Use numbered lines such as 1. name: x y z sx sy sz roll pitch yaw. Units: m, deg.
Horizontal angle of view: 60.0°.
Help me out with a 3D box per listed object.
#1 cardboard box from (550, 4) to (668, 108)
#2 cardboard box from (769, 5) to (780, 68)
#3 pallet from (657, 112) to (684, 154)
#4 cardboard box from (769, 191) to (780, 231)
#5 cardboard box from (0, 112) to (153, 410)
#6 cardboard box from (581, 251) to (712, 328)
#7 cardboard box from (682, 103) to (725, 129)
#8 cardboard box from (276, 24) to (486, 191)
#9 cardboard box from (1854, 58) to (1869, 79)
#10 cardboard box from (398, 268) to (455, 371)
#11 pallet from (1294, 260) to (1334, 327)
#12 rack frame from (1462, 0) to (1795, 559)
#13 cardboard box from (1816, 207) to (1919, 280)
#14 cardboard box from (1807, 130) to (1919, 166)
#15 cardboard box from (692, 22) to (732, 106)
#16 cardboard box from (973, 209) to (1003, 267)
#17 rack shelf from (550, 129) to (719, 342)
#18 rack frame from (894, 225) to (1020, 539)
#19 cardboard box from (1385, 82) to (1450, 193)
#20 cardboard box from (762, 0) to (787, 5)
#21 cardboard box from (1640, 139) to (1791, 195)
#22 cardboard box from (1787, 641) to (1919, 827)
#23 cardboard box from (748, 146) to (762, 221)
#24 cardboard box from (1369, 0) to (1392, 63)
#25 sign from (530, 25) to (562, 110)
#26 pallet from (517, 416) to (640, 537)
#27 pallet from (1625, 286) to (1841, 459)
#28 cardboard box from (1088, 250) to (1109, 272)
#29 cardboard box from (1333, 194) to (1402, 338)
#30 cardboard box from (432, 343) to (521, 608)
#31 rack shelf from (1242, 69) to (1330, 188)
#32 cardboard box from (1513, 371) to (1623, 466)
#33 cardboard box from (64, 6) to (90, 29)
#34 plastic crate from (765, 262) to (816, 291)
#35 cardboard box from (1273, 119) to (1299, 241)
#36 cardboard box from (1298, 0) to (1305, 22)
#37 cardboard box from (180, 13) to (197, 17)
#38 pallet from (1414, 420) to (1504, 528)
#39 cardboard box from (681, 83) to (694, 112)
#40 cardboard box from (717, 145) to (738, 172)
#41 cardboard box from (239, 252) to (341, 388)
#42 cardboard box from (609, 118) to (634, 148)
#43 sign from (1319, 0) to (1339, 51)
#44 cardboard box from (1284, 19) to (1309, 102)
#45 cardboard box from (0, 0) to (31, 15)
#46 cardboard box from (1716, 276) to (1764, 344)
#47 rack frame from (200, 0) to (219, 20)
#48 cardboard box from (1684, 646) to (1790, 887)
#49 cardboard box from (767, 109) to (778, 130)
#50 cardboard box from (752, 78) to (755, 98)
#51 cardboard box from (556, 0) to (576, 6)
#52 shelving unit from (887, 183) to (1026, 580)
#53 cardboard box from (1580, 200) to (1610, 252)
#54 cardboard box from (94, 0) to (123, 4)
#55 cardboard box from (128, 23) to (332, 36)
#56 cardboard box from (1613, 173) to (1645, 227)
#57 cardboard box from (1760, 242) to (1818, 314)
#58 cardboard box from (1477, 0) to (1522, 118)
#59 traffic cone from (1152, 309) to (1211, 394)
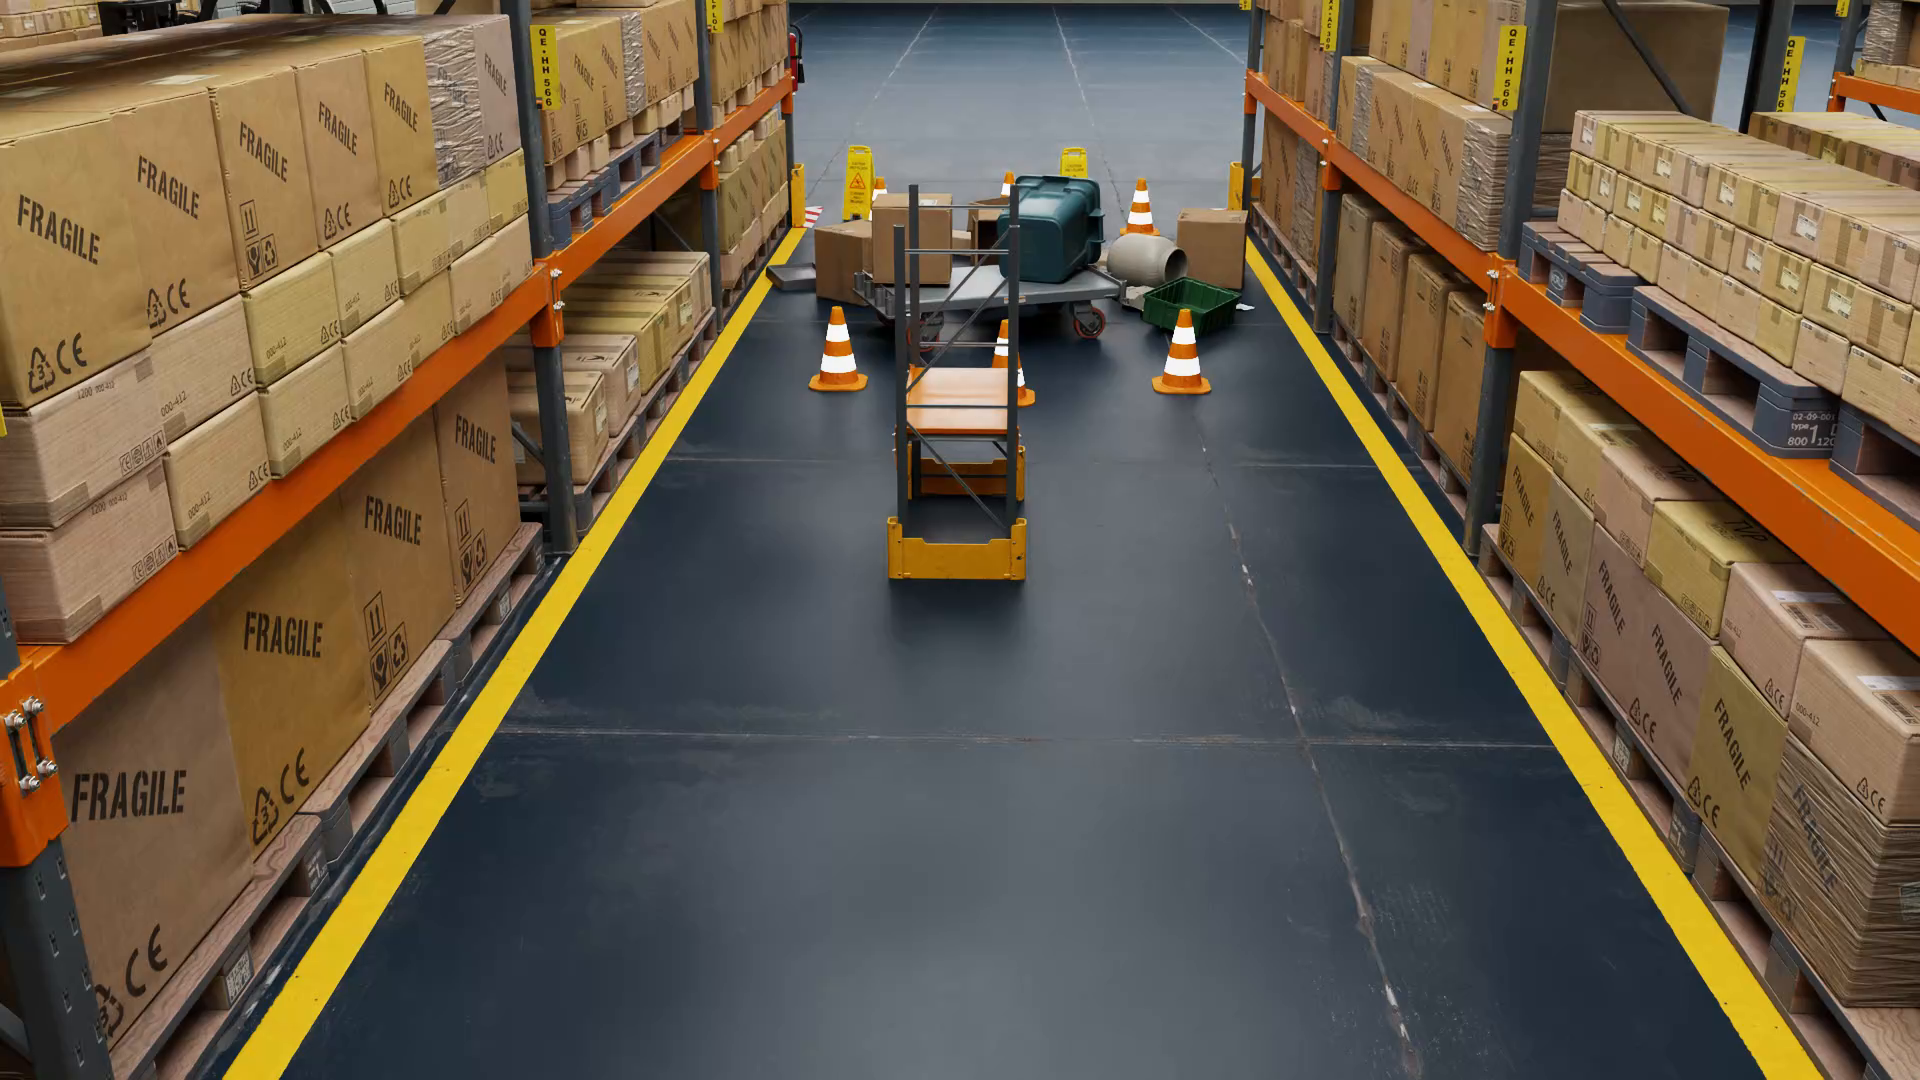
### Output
1. cardboard box: -1.908 -2.644 9.065 0.500 0.500 0.500 1 21 3
2. cardboard box: -1.727 -4.049 13.269 0.500 0.500 0.500 1 21 2
3. pallet: -2.256 -2.434 9.920 1.003 0.211 1.213 1 21 2
4. cardboard box: -1.745 -2.676 13.499 0.500 0.250 0.500 1 21 2
5. cardboard box: -2.030 -0.574 3.341 0.500 0.500 0.500 1 21 2
6. cardboard box: -2.101 -1.579 10.504 0.950 0.372 0.625 1 21 2
7. cardboard box: -1.757 -2.791 10.923 0.380 0.149 0.250 1 21 1
8. cardboard box: -1.971 -1.489 5.699 0.500 0.500 0.500 1 21 3
9. cardboard box: 7.693 -3.918 13.826 0.380 0.149 0.250 1 21 2
10. cardboard box: -1.996 -0.729 5.469 0.500 0.250 0.500 0 21 1
11. pallet: 2.965 -1.754 11.758 1.003 0.211 1.213 1 21 2
12. rack frame: 2.742 -1.334 6.820 1.000 3.000 0.127 1 21 2
13. cardboard box: 2.473 -0.765 4.298 0.380 0.149 0.250 0 21 0
14. cardboard box: 3.167 -1.322 5.734 0.380 0.149 0.250 1 21 3
15. cardboard box: -1.795 -3.139 10.923 0.500 0.500 0.500 1 21 1
16. cardboard box: 0.491 -2.142 12.167 0.797 0.637 0.503 1 21 2
17. rack shelf: -2.148 -1.739 8.860 1.077 0.370 4.000 1 21 2
18. rack frame: -0.013 -0.546 6.863 0.500 1.500 0.032 1 21 2
19. cardboard box: 2.530 -2.093 8.637 0.500 0.500 0.500 1 21 2
20. cardboard box: -1.699 -4.340 12.636 0.700 0.500 0.500 0 21 1
21. cardboard box: 2.508 -1.243 5.530 0.380 0.149 0.250 0 21 -1
22. cardboard box: 2.390 0.460 4.034 0.500 0.250 0.500 0 21 0
23. cardboard box: -1.778 -2.653 12.403 0.500 0.500 0.500 2 21 4
24. cardboard box: 2.854 -3.113 9.885 0.700 0.500 0.500 0 21 1
25. sign: -1.654 -1.886 6.644 0.100 0.325 0.005 1 21 2
26. pallet: -2.184 -0.334 8.098 1.003 0.211 1.213 1 21 2
27. pallet: 2.723 -0.528 5.008 1.003 0.211 1.213 1 21 2
28. cardboard box: 1.075 -2.147 12.695 0.396 0.266 0.258 4 22 11
29. cardboard box: 2.935 -1.701 10.297 1.050 0.750 0.750 1 21 1
30. cardboard box: -2.313 -0.308 6.533 0.875 0.875 0.875 0 21 1
31. rack shelf: 2.924 -3.168 12.541 1.077 0.370 4.000 1 21 2
32. cardboard box: 2.479 -0.467 6.424 0.500 0.250 0.500 0 21 -1
33. cardboard box: -6.709 -3.871 12.325 0.380 0.149 0.250 0 21 1
34. plastic crate: -1.220 -1.995 12.561 0.402 0.080 0.583 -7 22 -17
35. cardboard box: 3.006 -2.867 13.129 0.875 0.875 0.875 0 21 1
36. cardboard box: 2.972 -4.072 12.176 0.875 0.550 0.500 1 21 2
37. cardboard box: -6.680 -4.163 13.974 0.500 0.500 0.500 0 21 0
38. pallet: 2.841 -0.318 8.056 1.003 0.211 1.213 1 21 2
39. cardboard box: -1.827 -2.687 10.075 0.380 0.149 0.250 1 21 2
40. cardboard box: -1.736 -2.619 11.418 0.380 0.149 0.250 1 21 2
41. cardboard box: -2.006 -0.595 4.433 0.500 0.250 0.500 1 21 2
42. cardboard box: -1.916 -2.130 8.637 0.380 0.149 0.250 1 21 3
43. sign: 2.309 -3.226 10.390 0.100 0.325 0.005 1 21 2
44. cardboard box: 2.907 -3.569 12.374 0.875 0.550 0.500 1 21 2
45. cardboard box: -6.716 -3.731 11.551 0.380 0.149 0.250 1 21 3
46. cardboard box: 2.479 -0.679 4.900 0.380 0.149 0.250 0 21 0
47. rack frame: -6.927 -4.297 14.458 1.000 3.000 0.127 1 21 2
48. cardboard box: 2.407 0.626 4.643 0.500 0.500 0.500 0 21 0
49. cardboard box: -1.673 -3.384 13.391 0.380 0.149 0.250 1 21 3
50. cardboard box: -1.729 -3.345 12.350 0.380 0.149 0.250 1 21 1
51. cardboard box: -2.403 -2.831 9.550 0.500 0.500 0.500 1 21 2
52. shelving unit: 0.002 -0.727 7.329 0.587 1.500 1.083 1 21 2
53. cardboard box: 2.518 -1.156 6.128 0.380 0.149 0.250 2 21 4
54. cardboard box: -6.666 -4.191 12.737 0.380 0.149 0.250 1 21 3
55. cardboard box: -2.474 -1.509 5.752 0.500 0.500 0.500 1 21 2
56. cardboard box: 2.515 -1.184 5.789 0.380 0.149 0.250 0 21 0
57. cardboard box: 2.471 -0.727 4.613 0.380 0.149 0.250 1 21 2
58. cardboard box: 2.779 -2.192 7.510 0.700 0.500 0.500 0 21 1
59. traffic cone: 1.313 -1.129 9.799 0.336 0.463 0.334 1 21 2
